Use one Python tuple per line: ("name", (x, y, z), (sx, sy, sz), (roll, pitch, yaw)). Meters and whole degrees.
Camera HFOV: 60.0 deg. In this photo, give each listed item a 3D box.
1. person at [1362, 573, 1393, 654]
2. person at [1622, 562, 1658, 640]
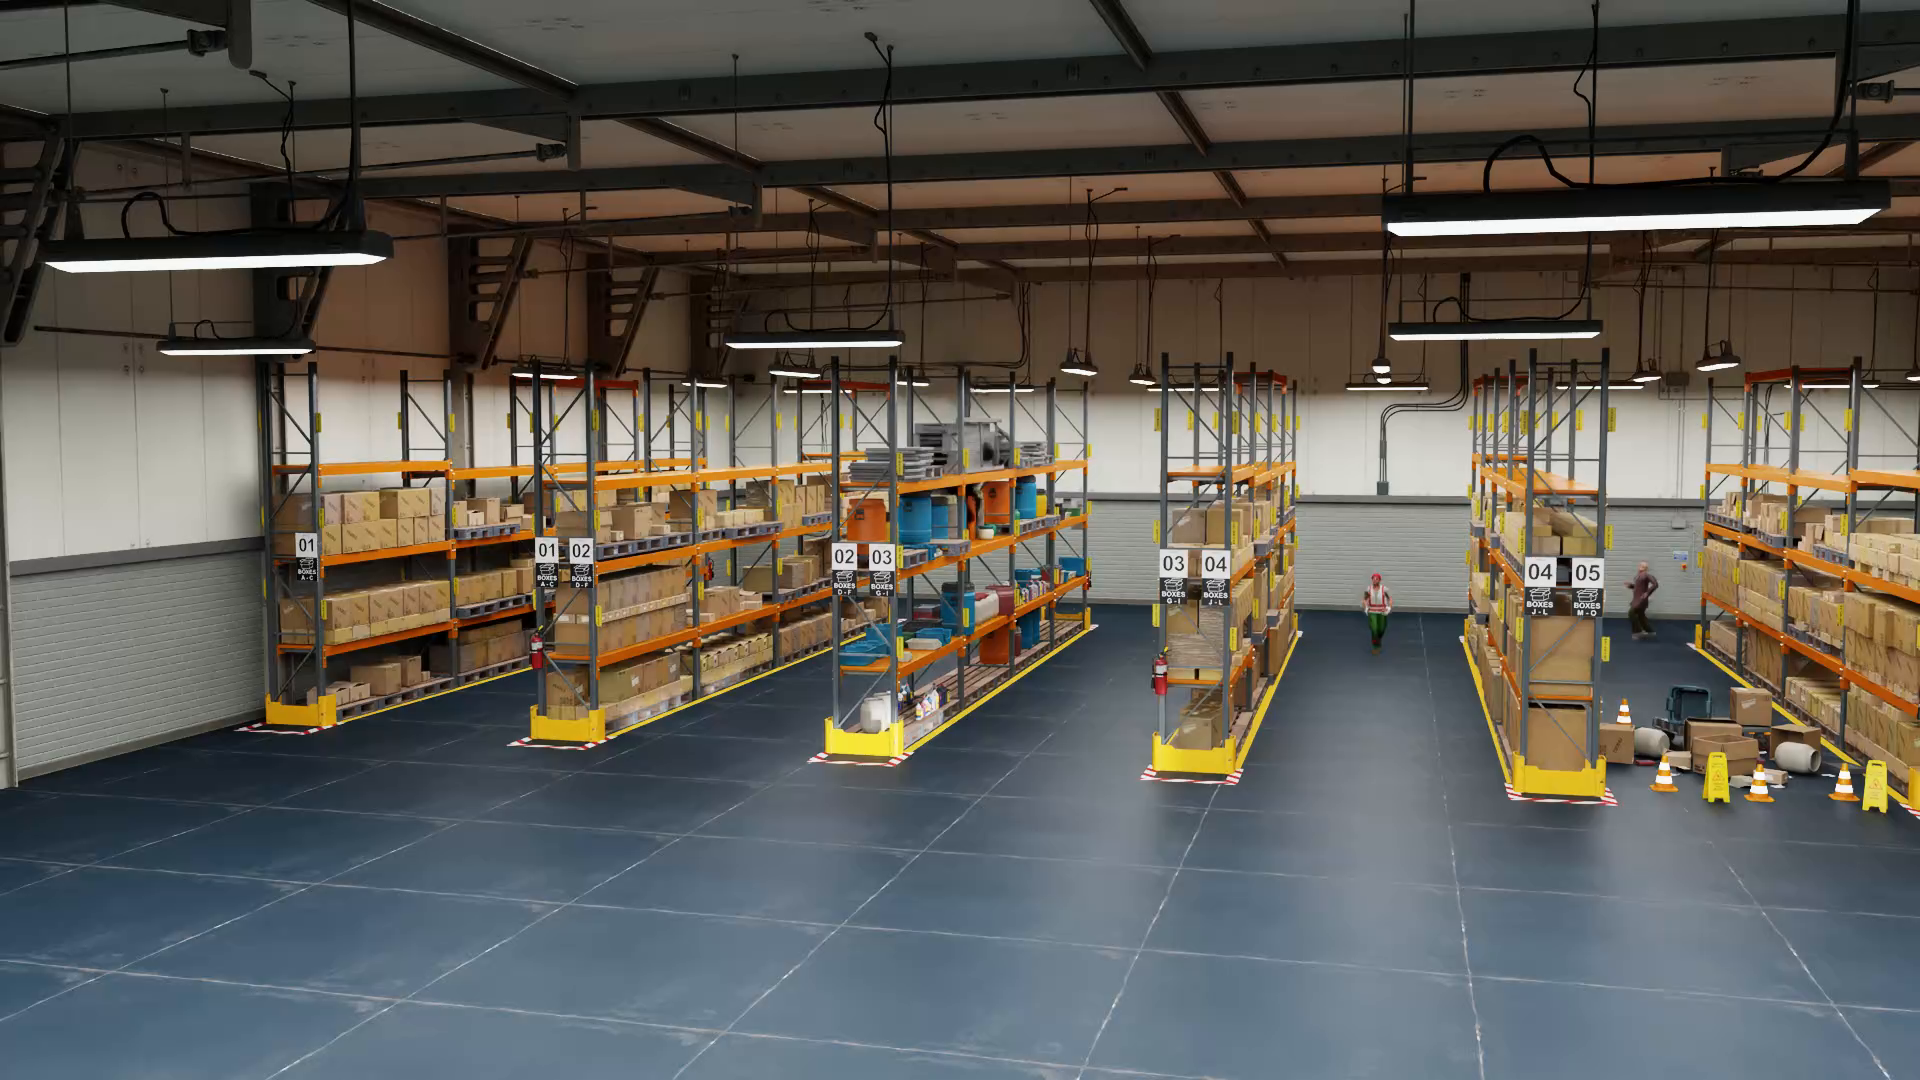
("person", (9.054, 1.594, 36.143), (0.635, 1.748, 0.563), (1, 4, 18))
("person", (15.719, 1.416, 38.434), (0.776, 1.826, 0.685), (1, 4, 7))
